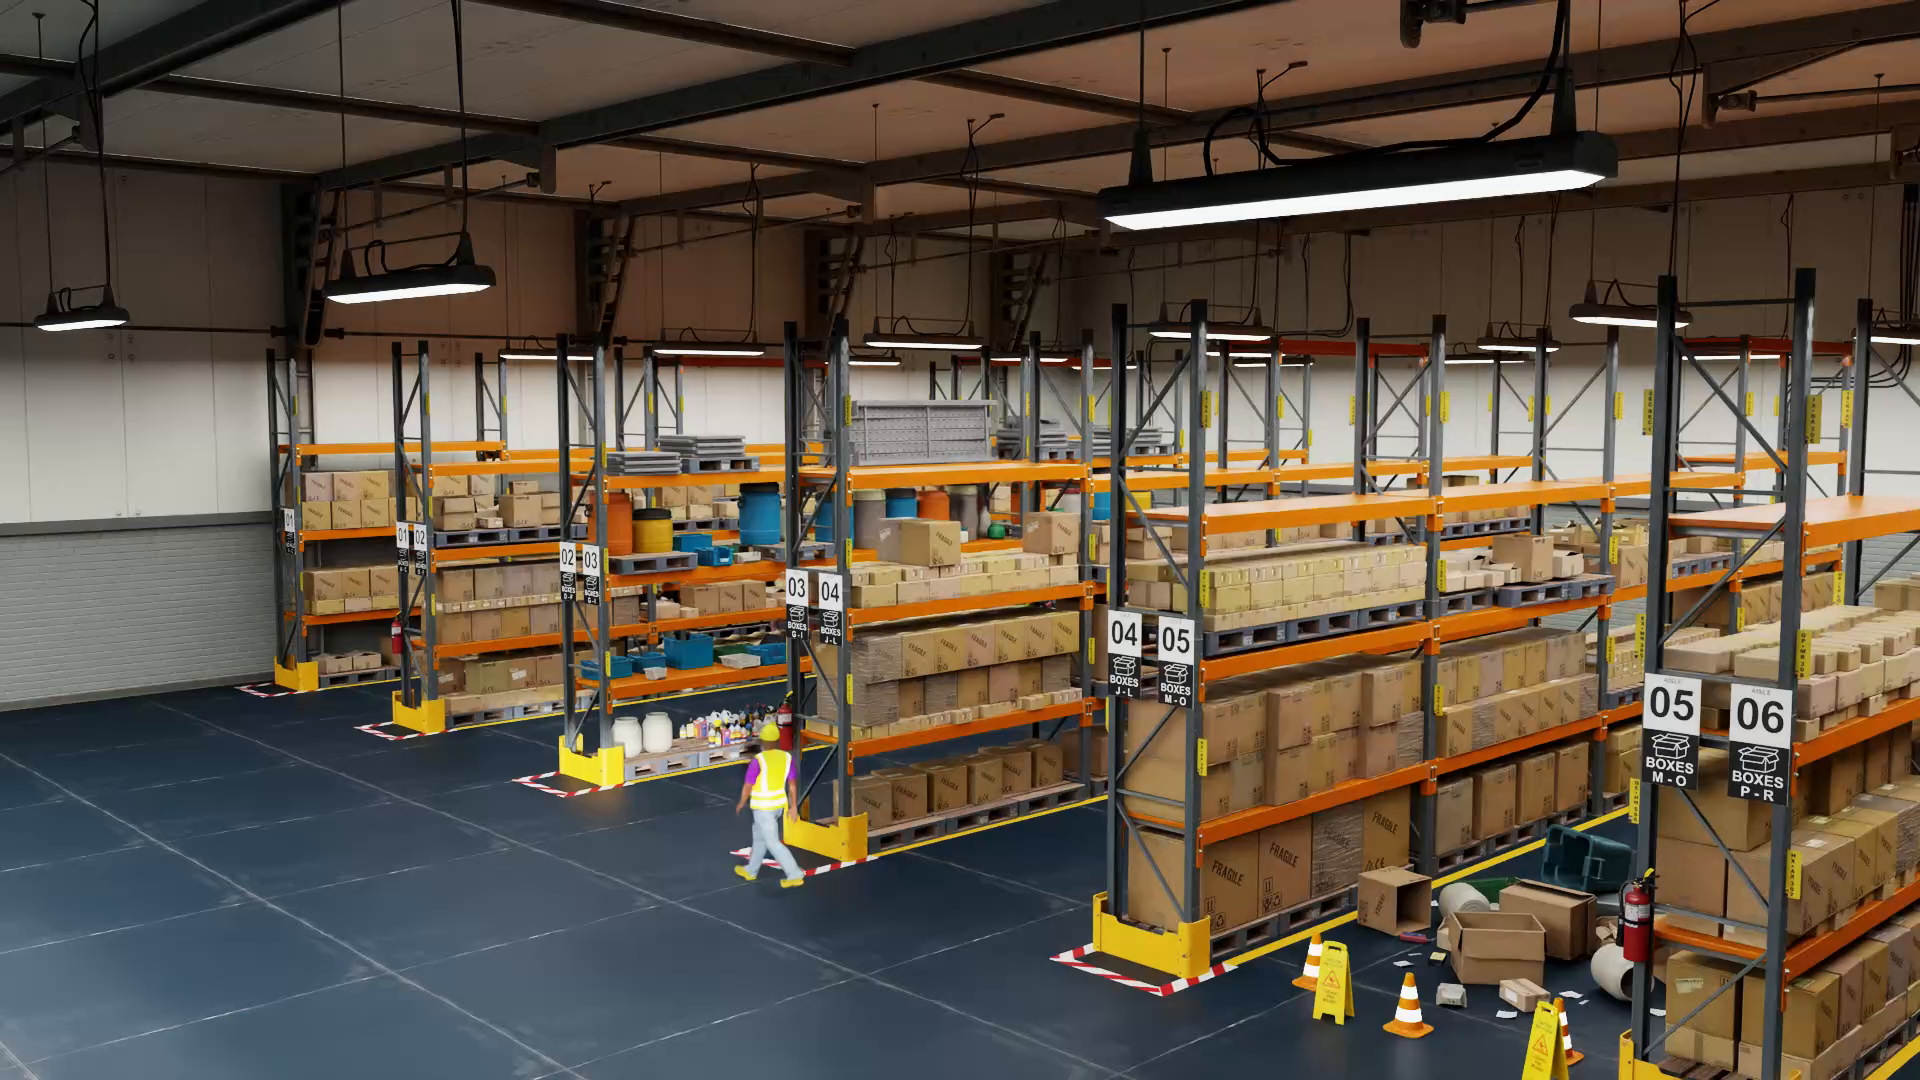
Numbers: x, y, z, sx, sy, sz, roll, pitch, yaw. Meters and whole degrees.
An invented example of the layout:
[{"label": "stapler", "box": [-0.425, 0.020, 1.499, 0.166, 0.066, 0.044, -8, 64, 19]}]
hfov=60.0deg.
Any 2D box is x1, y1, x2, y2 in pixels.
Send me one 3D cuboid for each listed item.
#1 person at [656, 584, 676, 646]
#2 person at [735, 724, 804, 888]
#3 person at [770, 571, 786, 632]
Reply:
[{"label": "person", "box": [-5.537, 1.666, 30.931, 0.626, 1.715, 0.523, -2, 5, -19]}, {"label": "person", "box": [-2.043, 2.796, 17.473, 1.036, 1.735, 0.505, 2, 6, 26]}, {"label": "person", "box": [-3.687, 1.350, 34.668, 0.552, 1.629, 0.961, 3, 6, 35]}]
